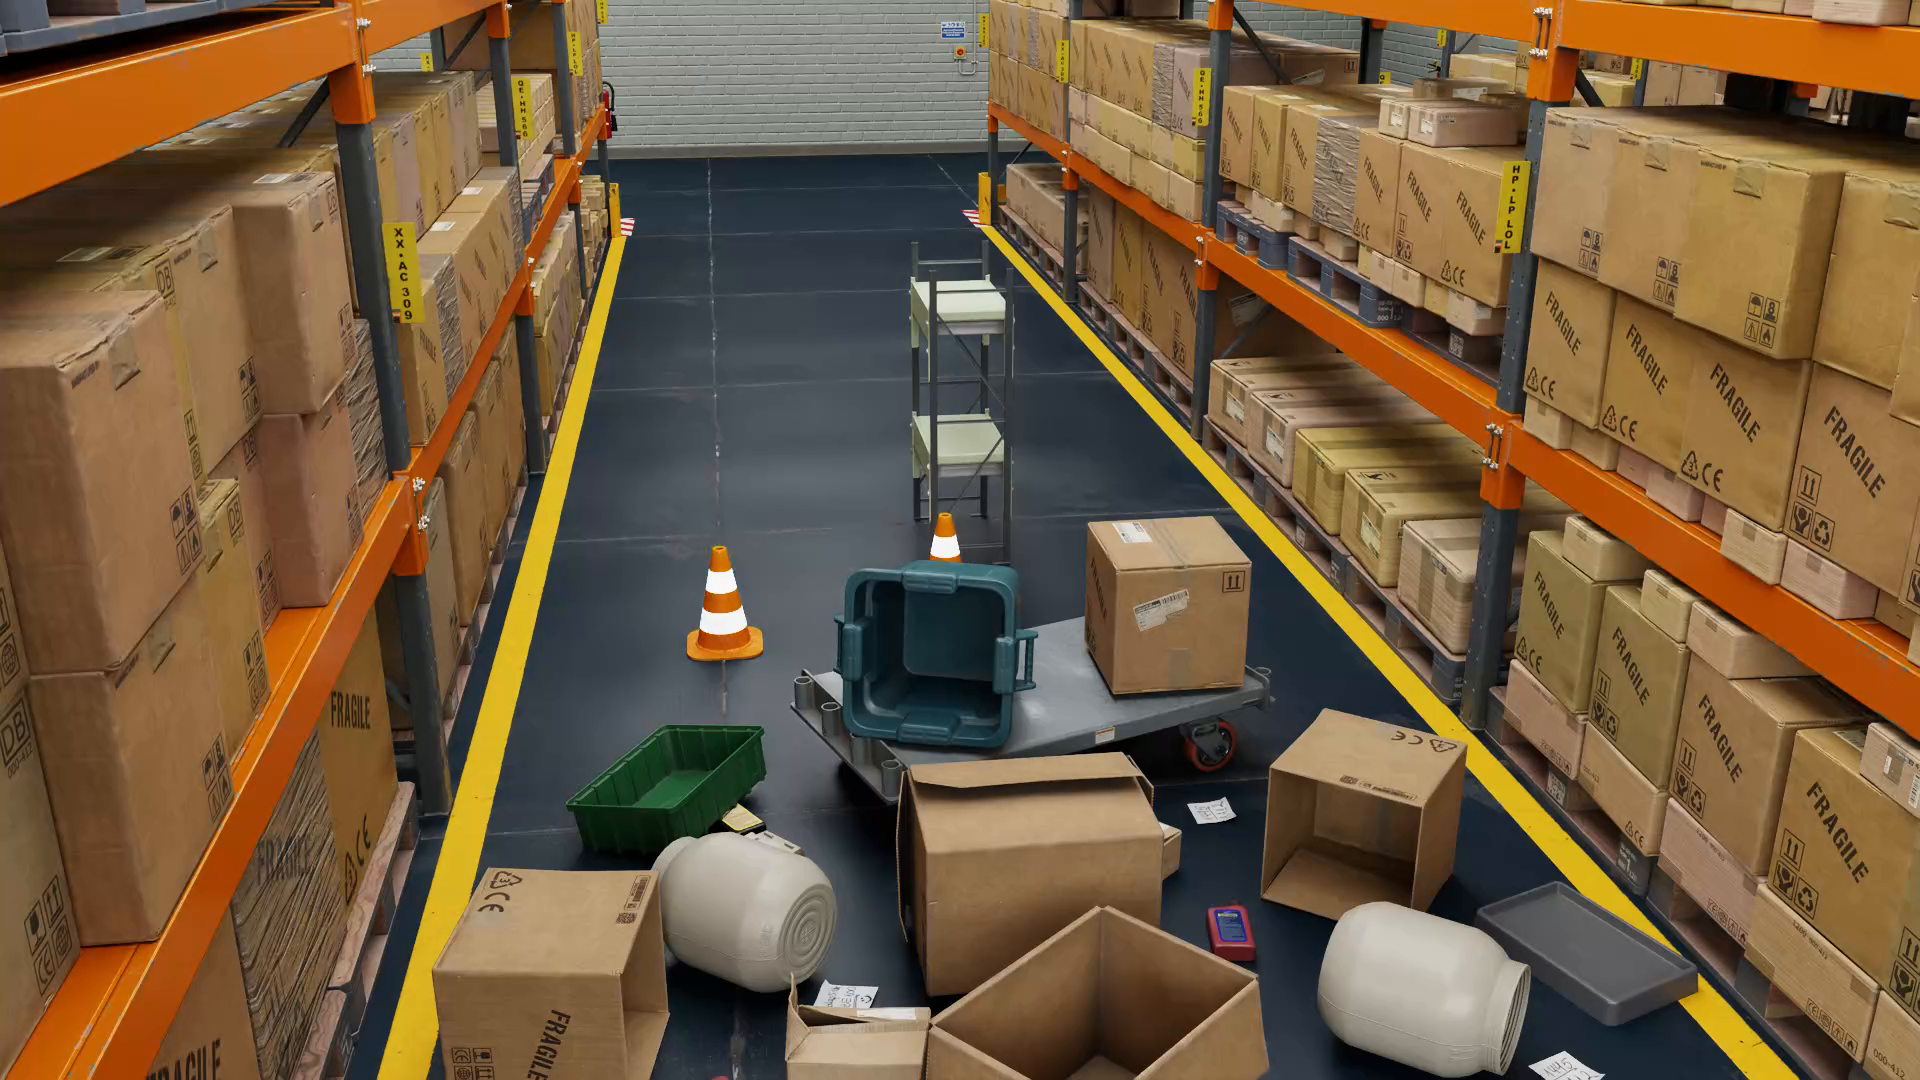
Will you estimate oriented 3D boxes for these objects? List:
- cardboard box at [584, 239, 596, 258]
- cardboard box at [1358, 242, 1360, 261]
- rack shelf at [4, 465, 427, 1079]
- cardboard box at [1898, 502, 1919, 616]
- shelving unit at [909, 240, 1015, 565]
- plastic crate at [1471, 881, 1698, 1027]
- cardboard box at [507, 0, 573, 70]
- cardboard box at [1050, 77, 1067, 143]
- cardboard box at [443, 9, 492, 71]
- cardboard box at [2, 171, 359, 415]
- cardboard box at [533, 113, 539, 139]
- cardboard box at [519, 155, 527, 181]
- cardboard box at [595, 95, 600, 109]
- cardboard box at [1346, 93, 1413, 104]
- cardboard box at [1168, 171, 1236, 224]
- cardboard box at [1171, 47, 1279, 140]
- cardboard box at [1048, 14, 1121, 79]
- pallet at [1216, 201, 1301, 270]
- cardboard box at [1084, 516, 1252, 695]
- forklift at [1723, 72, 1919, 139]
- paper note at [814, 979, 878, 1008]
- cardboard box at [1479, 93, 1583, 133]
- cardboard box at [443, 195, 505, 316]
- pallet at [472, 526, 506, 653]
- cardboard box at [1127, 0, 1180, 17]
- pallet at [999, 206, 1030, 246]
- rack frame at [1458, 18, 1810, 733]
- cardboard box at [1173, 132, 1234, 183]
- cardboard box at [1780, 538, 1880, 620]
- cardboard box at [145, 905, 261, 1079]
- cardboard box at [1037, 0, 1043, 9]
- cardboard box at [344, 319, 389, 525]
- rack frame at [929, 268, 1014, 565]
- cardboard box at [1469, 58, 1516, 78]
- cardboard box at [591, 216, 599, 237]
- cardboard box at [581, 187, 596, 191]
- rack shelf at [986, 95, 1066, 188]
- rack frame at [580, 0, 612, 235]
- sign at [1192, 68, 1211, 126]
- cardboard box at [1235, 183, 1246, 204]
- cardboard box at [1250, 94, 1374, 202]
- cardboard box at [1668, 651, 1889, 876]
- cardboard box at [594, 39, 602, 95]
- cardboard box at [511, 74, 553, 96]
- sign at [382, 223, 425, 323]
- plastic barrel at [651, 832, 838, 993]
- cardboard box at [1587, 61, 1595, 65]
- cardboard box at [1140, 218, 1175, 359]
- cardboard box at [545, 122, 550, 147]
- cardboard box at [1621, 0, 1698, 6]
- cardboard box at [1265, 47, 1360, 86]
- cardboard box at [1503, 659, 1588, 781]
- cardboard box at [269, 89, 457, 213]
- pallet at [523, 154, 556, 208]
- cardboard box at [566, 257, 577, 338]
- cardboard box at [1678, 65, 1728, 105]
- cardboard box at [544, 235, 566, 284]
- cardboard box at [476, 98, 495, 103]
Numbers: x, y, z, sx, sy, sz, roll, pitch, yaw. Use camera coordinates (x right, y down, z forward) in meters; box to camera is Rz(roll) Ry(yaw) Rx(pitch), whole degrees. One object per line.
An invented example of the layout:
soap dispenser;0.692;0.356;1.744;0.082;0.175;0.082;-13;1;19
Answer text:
cardboard box;-3.469;-2.615;14.904;0.380;0.149;0.250;-3;21;-9
cardboard box;2.113;-1.373;7.863;0.380;0.149;0.250;-4;21;-10
rack shelf;-2.066;0.635;3.757;1.077;0.370;4.000;-3;21;-8
cardboard box;2.619;-0.001;3.864;0.500;0.500;0.500;-3;21;-8
shelving unit;0.001;-0.700;8.448;0.431;1.500;0.755;-3;21;-8
plastic crate;1.944;1.274;5.192;0.402;0.080;0.583;-11;23;-26
cardboard box;-3.332;-3.987;13.107;0.500;0.500;0.500;-2;21;-6
cardboard box;1.056;-3.643;14.041;0.500;0.500;0.500;-3;21;-7
cardboard box;-3.843;-3.968;13.056;0.500;0.500;0.500;-4;21;-10
cardboard box;-2.141;-0.656;4.429;0.875;0.550;0.550;-3;21;-8
cardboard box;-3.061;-2.798;11.256;0.380;0.149;0.250;-3;21;-8
cardboard box;-2.914;-2.303;10.354;0.380;0.149;0.250;-2;21;-5
cardboard box;-3.758;-4.333;16.389;0.380;0.149;0.250;-3;21;-8
cardboard box;2.379;-2.125;8.950;0.500;0.500;0.500;-3;21;-9
cardboard box;1.623;-2.156;10.415;0.500;0.250;0.500;-4;21;-10
cardboard box;1.619;-2.745;10.206;0.500;0.500;0.500;-3;21;-9
cardboard box;1.035;-4.113;13.871;0.500;0.500;0.500;-3;21;-8
pallet;2.161;-1.733;9.342;1.213;0.211;1.003;-3;21;-8
cardboard box;0.772;0.237;6.284;0.500;0.500;0.500;-3;21;-8
forklift;4.588;-1.495;8.529;1.130;2.935;3.031;-3;21;-8
paper note;-0.348;1.378;4.994;0.172;0.023;0.155;4;21;11
cardboard box;2.553;-1.917;7.467;0.380;0.149;0.250;-2;21;-5
cardboard box;-2.458;-1.338;7.868;0.500;0.500;0.500;-3;21;-9
pallet;-2.719;0.225;7.811;1.003;0.211;1.213;-3;21;-8
cardboard box;1.587;-4.390;13.685;0.380;0.149;0.250;-3;21;-9
pallet;0.992;-3.254;17.128;1.003;0.211;1.213;-3;21;-8
rack frame;2.529;-0.679;6.247;1.000;3.000;0.127;-3;21;-8
cardboard box;1.632;-2.383;10.308;0.500;0.250;0.500;-3;21;-8
cardboard box;2.497;0.093;4.539;0.380;0.149;0.250;-3;21;-8
cardboard box;-2.070;1.253;3.510;0.875;0.875;0.875;-3;21;-9
cardboard box;0.895;-4.804;14.793;0.380;0.149;0.250;-3;21;-9
cardboard box;-2.289;-0.337;5.118;0.875;0.550;0.550;-3;21;-8
rack frame;0.054;-0.574;8.108;0.400;1.500;0.023;-3;21;-8
cardboard box;5.583;-4.809;17.095;0.500;0.250;0.500;-3;21;-7
cardboard box;-3.476;-2.839;15.080;0.380;0.149;0.250;-3;21;-7
cardboard box;-3.640;-3.252;15.761;0.380;0.149;0.250;-4;21;-10
rack shelf;1.088;-3.804;15.643;1.077;0.370;4.000;-3;21;-8
rack frame;-4.084;-4.549;16.609;1.000;3.000;0.127;-3;21;-8
sign;1.404;-2.577;9.674;0.100;0.325;0.005;-3;21;-8
cardboard box;1.816;-2.021;9.599;0.380;0.149;0.250;-4;21;-11
cardboard box;1.871;-2.099;8.881;0.500;0.500;0.500;-2;21;-5
cardboard box;2.509;0.643;4.964;0.500;0.500;0.500;-2;21;-5
cardboard box;-3.765;-4.593;16.157;0.500;0.500;0.500;-2;21;-7
cardboard box;-3.257;-3.393;12.421;0.380;0.149;0.250;-2;21;-5
sign;-1.805;-0.865;5.396;0.100;0.325;0.005;-3;21;-8
plastic barrel;-0.673;1.128;5.091;0.512;0.421;0.421;12;24;30
cardboard box;6.180;-4.658;16.690;0.500;0.250;0.500;-2;21;-6
cardboard box;1.811;-1.818;11.732;0.875;0.875;0.875;-3;21;-7
cardboard box;-3.182;-2.939;12.058;0.380;0.149;0.250;-3;21;-8
cardboard box;2.312;-1.753;5.193;0.380;0.149;0.250;-3;21;-8
cardboard box;2.124;-2.762;10.253;0.500;0.500;0.500;-4;21;-10
cardboard box;2.347;0.630;6.071;0.500;0.250;0.500;-4;21;-10
cardboard box;-2.726;-1.786;7.639;0.700;0.500;0.500;-3;21;-9
pallet;-3.257;-2.373;11.056;1.003;0.211;1.213;-3;21;-8
cardboard box;-3.078;-1.769;12.137;0.500;0.500;0.500;-3;21;-9
cardboard box;6.211;-3.586;13.287;0.700;0.500;0.500;-3;21;-7
cardboard box;-2.999;-1.935;11.511;0.500;0.250;0.500;-4;21;-10
cardboard box;-2.997;-2.762;10.732;0.380;0.149;0.250;-2;21;-6
